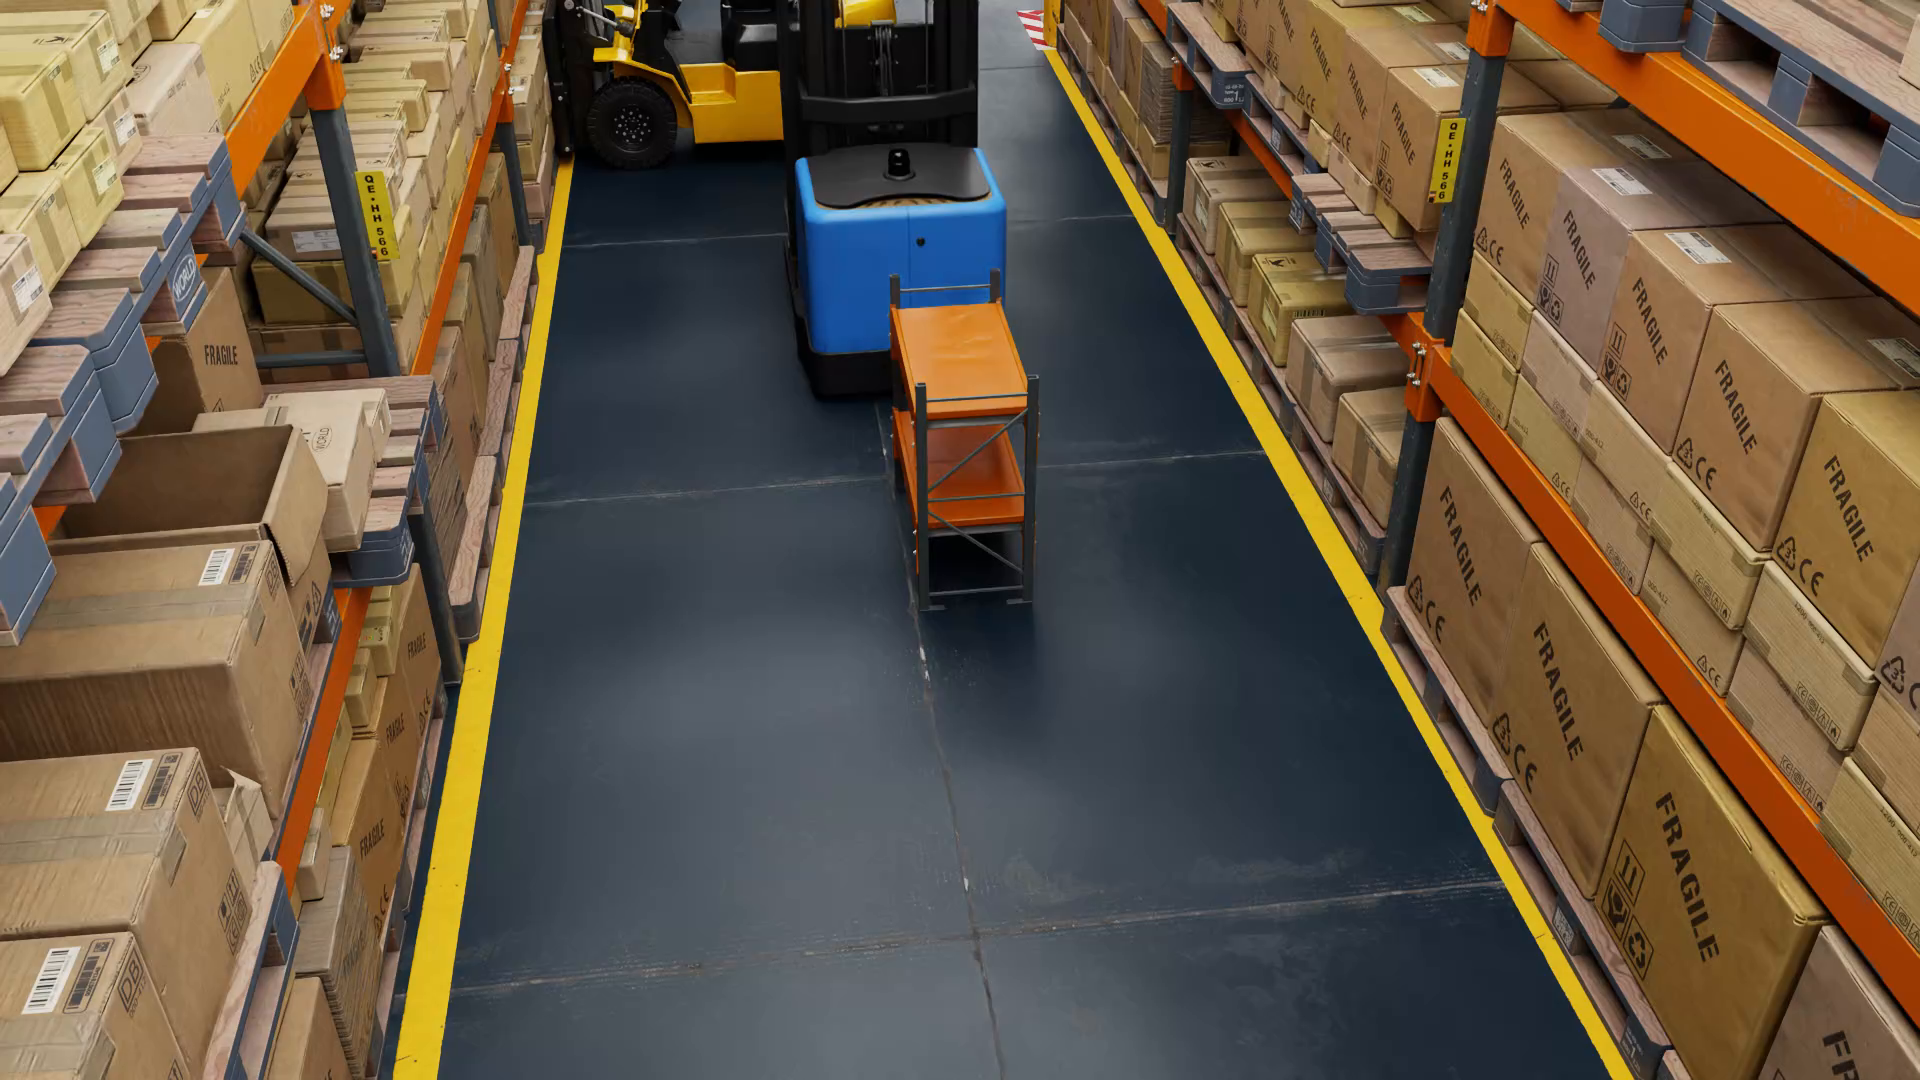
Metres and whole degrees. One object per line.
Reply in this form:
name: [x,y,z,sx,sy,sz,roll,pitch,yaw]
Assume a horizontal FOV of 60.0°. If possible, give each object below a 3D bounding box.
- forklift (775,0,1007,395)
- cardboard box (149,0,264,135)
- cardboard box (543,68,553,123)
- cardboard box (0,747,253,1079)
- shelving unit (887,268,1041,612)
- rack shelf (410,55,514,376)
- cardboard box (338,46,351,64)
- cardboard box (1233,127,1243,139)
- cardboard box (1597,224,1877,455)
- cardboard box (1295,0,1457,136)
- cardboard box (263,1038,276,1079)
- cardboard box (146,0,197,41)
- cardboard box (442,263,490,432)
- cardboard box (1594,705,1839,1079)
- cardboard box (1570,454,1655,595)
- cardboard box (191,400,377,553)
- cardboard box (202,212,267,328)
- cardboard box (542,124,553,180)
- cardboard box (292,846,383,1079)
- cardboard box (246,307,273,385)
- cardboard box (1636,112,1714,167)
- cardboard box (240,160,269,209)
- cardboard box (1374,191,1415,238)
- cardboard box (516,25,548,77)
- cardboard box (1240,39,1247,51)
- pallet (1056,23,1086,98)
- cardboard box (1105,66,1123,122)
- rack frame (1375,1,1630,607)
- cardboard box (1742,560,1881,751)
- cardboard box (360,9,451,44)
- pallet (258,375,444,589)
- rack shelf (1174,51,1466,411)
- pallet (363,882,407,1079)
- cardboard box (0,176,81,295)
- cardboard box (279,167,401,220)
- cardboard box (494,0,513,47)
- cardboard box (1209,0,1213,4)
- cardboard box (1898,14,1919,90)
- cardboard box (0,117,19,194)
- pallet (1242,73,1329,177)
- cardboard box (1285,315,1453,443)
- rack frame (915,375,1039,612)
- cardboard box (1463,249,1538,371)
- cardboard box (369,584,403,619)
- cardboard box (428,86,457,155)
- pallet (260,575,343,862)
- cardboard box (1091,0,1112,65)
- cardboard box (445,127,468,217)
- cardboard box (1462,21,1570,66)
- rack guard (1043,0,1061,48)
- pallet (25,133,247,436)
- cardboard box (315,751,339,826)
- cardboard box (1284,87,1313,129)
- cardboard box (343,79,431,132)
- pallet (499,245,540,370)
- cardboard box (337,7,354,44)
forklift: [-0.481,-2.794,9.248,1.130,2.935,3.031,-5,35,-7]
cardboard box: [-2.185,-1.264,4.411,0.500,0.250,0.500,-4,35,-6]
cardboard box: [-2.986,-2.966,11.064,0.500,0.250,0.500,-5,35,-7]
cardboard box: [-1.938,0.807,3.441,0.700,0.500,0.500,-4,34,-6]
shelving unit: [0.001,-0.461,7.428,0.538,1.125,1.048,-4,35,-6]
rack shelf: [-2.832,-1.454,7.858,1.077,0.370,4.000,-4,35,-6]
cardboard box: [-3.172,-2.141,7.917,0.500,0.250,0.500,-5,35,-8]
cardboard box: [2.005,-2.942,10.806,0.500,0.500,0.500,-3,34,-4]
cardboard box: [2.309,-0.608,5.001,0.500,0.500,0.500,-3,34,-5]
cardboard box: [1.869,-2.152,7.519,0.500,0.500,0.500,-7,35,-10]
cardboard box: [-2.017,1.383,4.328,0.380,0.149,0.250,-4,35,-6]
cardboard box: [-2.175,-1.367,4.209,0.380,0.149,0.250,-4,35,-6]
cardboard box: [-2.820,-0.916,8.166,0.875,0.625,0.625,-6,35,-8]
cardboard box: [2.601,1.080,5.015,0.875,0.875,0.875,-3,34,-5]
cardboard box: [2.323,-0.080,5.337,0.500,0.250,0.500,-3,34,-5]
cardboard box: [-2.101,-0.182,5.114,0.500,0.250,0.500,-6,35,-9]
cardboard box: [-2.899,-1.009,6.256,0.500,0.250,0.500,-4,34,-5]
cardboard box: [-2.922,-2.482,10.796,0.500,0.250,0.500,-5,35,-7]
cardboard box: [-2.075,1.305,5.019,0.500,0.500,0.500,-6,35,-8]
cardboard box: [-2.877,-0.804,6.400,0.500,0.250,0.500,-5,35,-7]
cardboard box: [2.684,-1.199,5.869,0.500,0.500,0.500,-5,35,-8]
cardboard box: [-2.928,-1.397,6.472,0.380,0.149,0.250,-4,35,-6]
cardboard box: [1.970,-1.392,6.979,0.380,0.149,0.250,-4,34,-6]
cardboard box: [-2.992,-3.174,10.925,0.500,0.250,0.500,-3,34,-5]
cardboard box: [1.717,-2.690,8.884,0.380,0.149,0.250,-2,34,-3]
pallet: [1.363,-3.826,13.177,1.003,0.211,1.213,-4,35,-6]
cardboard box: [1.326,-3.172,11.810,0.500,0.250,0.500,-4,34,-6]
rack frame: [2.355,-1.013,6.573,1.000,3.000,0.127,-4,35,-6]
cardboard box: [2.442,0.280,4.365,0.500,0.250,0.500,-4,34,-5]
cardboard box: [-2.662,-2.432,7.990,0.380,0.149,0.250,-5,35,-8]
pallet: [-2.403,-0.183,5.525,1.213,0.211,1.003,-4,35,-6]
rack shelf: [2.086,-1.832,8.413,1.077,0.370,4.000,-4,35,-6]
pallet: [-2.340,1.616,5.191,1.003,0.211,1.213,-4,35,-6]
cardboard box: [-1.811,-0.520,2.947,0.380,0.149,0.250,-5,35,-7]
cardboard box: [-2.351,-1.293,6.319,0.380,0.149,0.250,-4,34,-5]
cardboard box: [-2.902,-3.176,9.658,0.500,0.500,0.500,-5,35,-8]
cardboard box: [1.596,-3.299,9.202,0.500,0.500,0.500,-4,34,-5]
cardboard box: [2.490,-1.141,3.932,0.380,0.166,0.250,-2,34,-2]
cardboard box: [-1.883,-0.644,2.865,0.380,0.149,0.250,-4,34,-6]
pallet: [2.048,-2.035,8.243,1.003,0.211,1.213,-4,35,-6]
cardboard box: [2.181,-0.828,8.262,0.950,0.372,0.625,-5,35,-7]
rack frame: [0.069,-0.177,7.011,0.500,1.125,0.032,-4,35,-6]
cardboard box: [2.178,-0.856,6.032,0.500,0.250,0.500,-5,35,-7]
cardboard box: [-2.246,0.213,6.045,0.380,0.149,0.250,-6,35,-9]
cardboard box: [-2.593,-1.902,7.566,0.500,0.250,0.500,-4,34,-6]
pallet: [-2.297,0.529,4.480,1.003,0.211,1.213,-4,35,-6]
cardboard box: [1.251,-3.768,12.018,0.500,0.500,0.500,-4,34,-5]
cardboard box: [-2.588,-1.697,7.709,0.500,0.250,0.500,-3,34,-5]
cardboard box: [2.446,-1.910,7.163,0.500,0.500,0.500,-3,34,-4]
rack guard: [1.289,-4.402,13.765,1.175,0.500,0.348,-4,35,-6]
pallet: [-2.186,-0.512,3.341,1.213,0.211,1.003,-4,35,-6]
cardboard box: [-2.162,0.803,5.179,0.380,0.149,0.250,-5,35,-7]
cardboard box: [1.791,-2.106,8.027,0.380,0.149,0.250,-5,35,-8]
cardboard box: [-2.498,-1.864,7.157,0.380,0.149,0.250,-4,34,-5]
pallet: [-2.964,-1.307,9.480,1.003,0.211,1.213,-4,35,-6]
cardboard box: [-3.195,-2.530,8.134,0.380,0.149,0.250,-5,35,-7]
